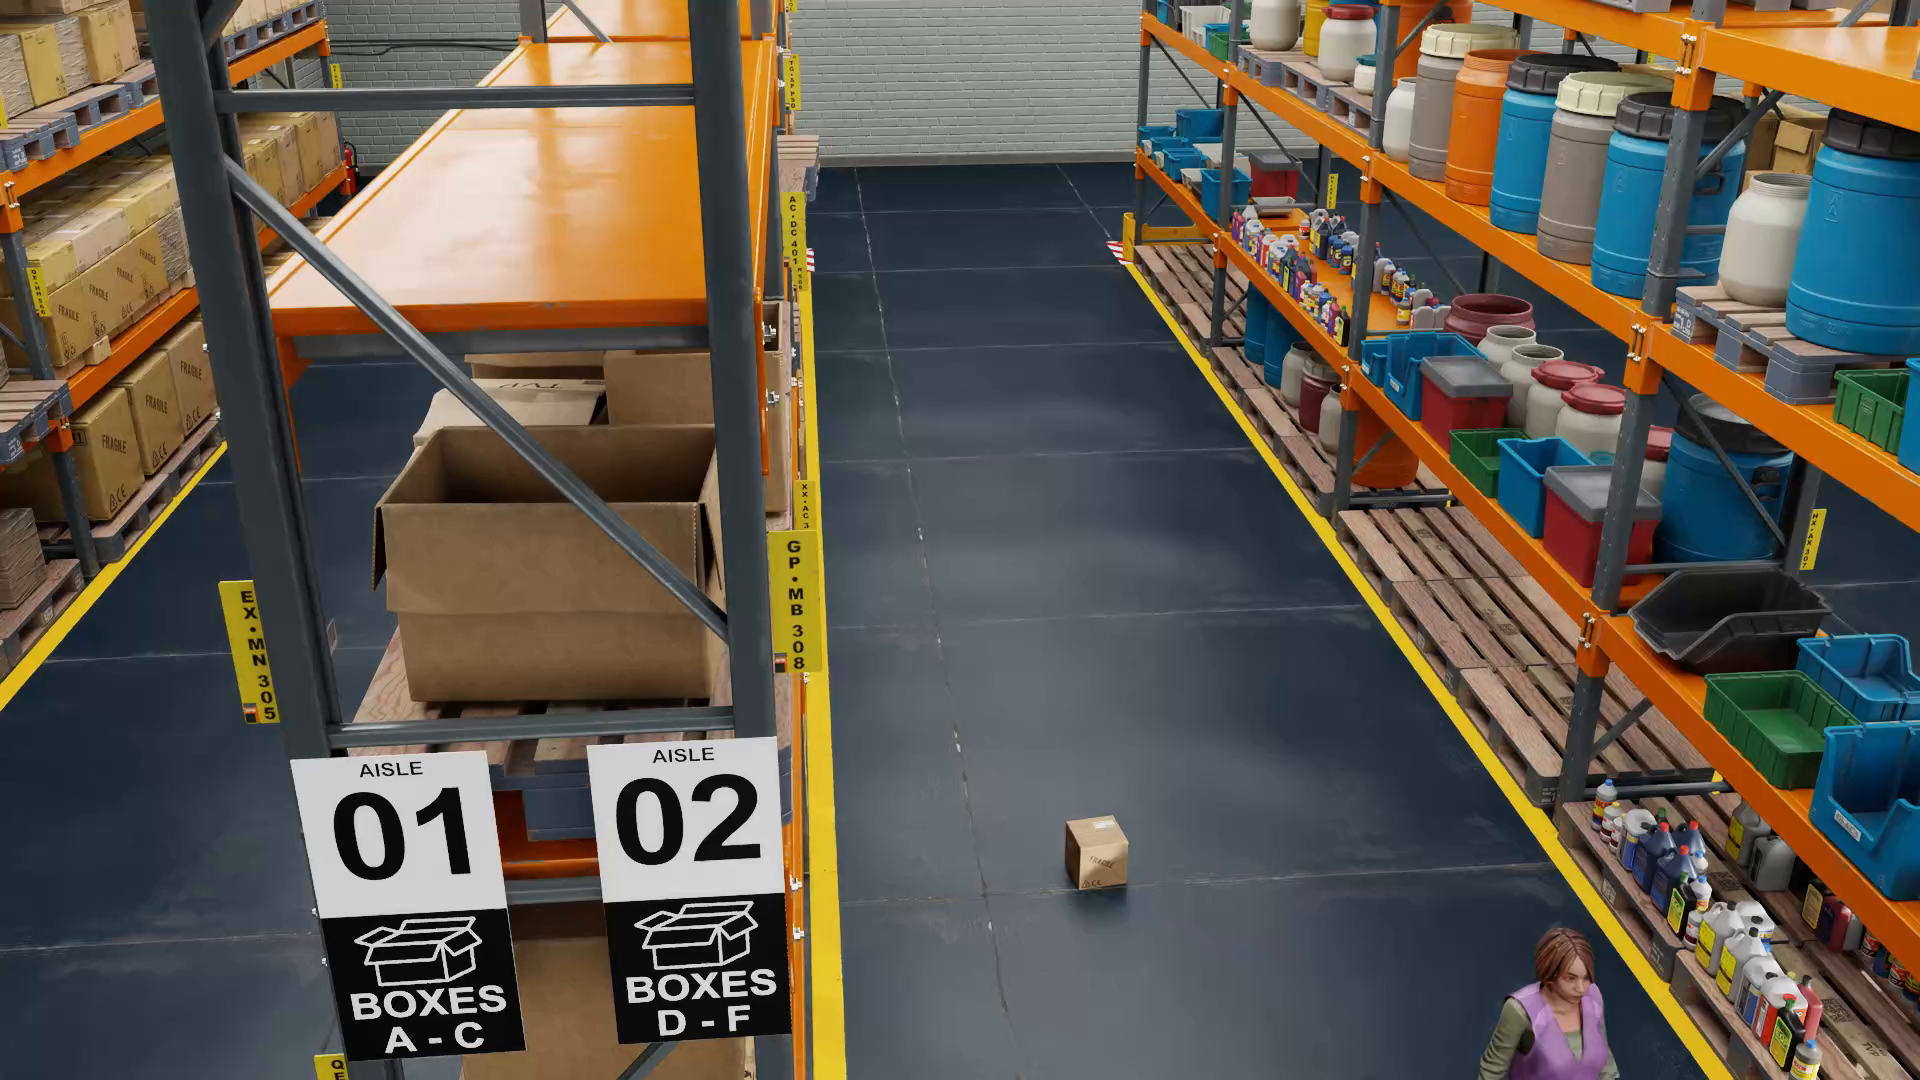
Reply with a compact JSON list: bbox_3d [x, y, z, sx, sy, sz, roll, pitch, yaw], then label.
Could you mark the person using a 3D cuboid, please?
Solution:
[{"bbox_3d":[2.051,2.044,5.700,0.433,1.564,0.858,-8,25,-18],"label":"person"}]
